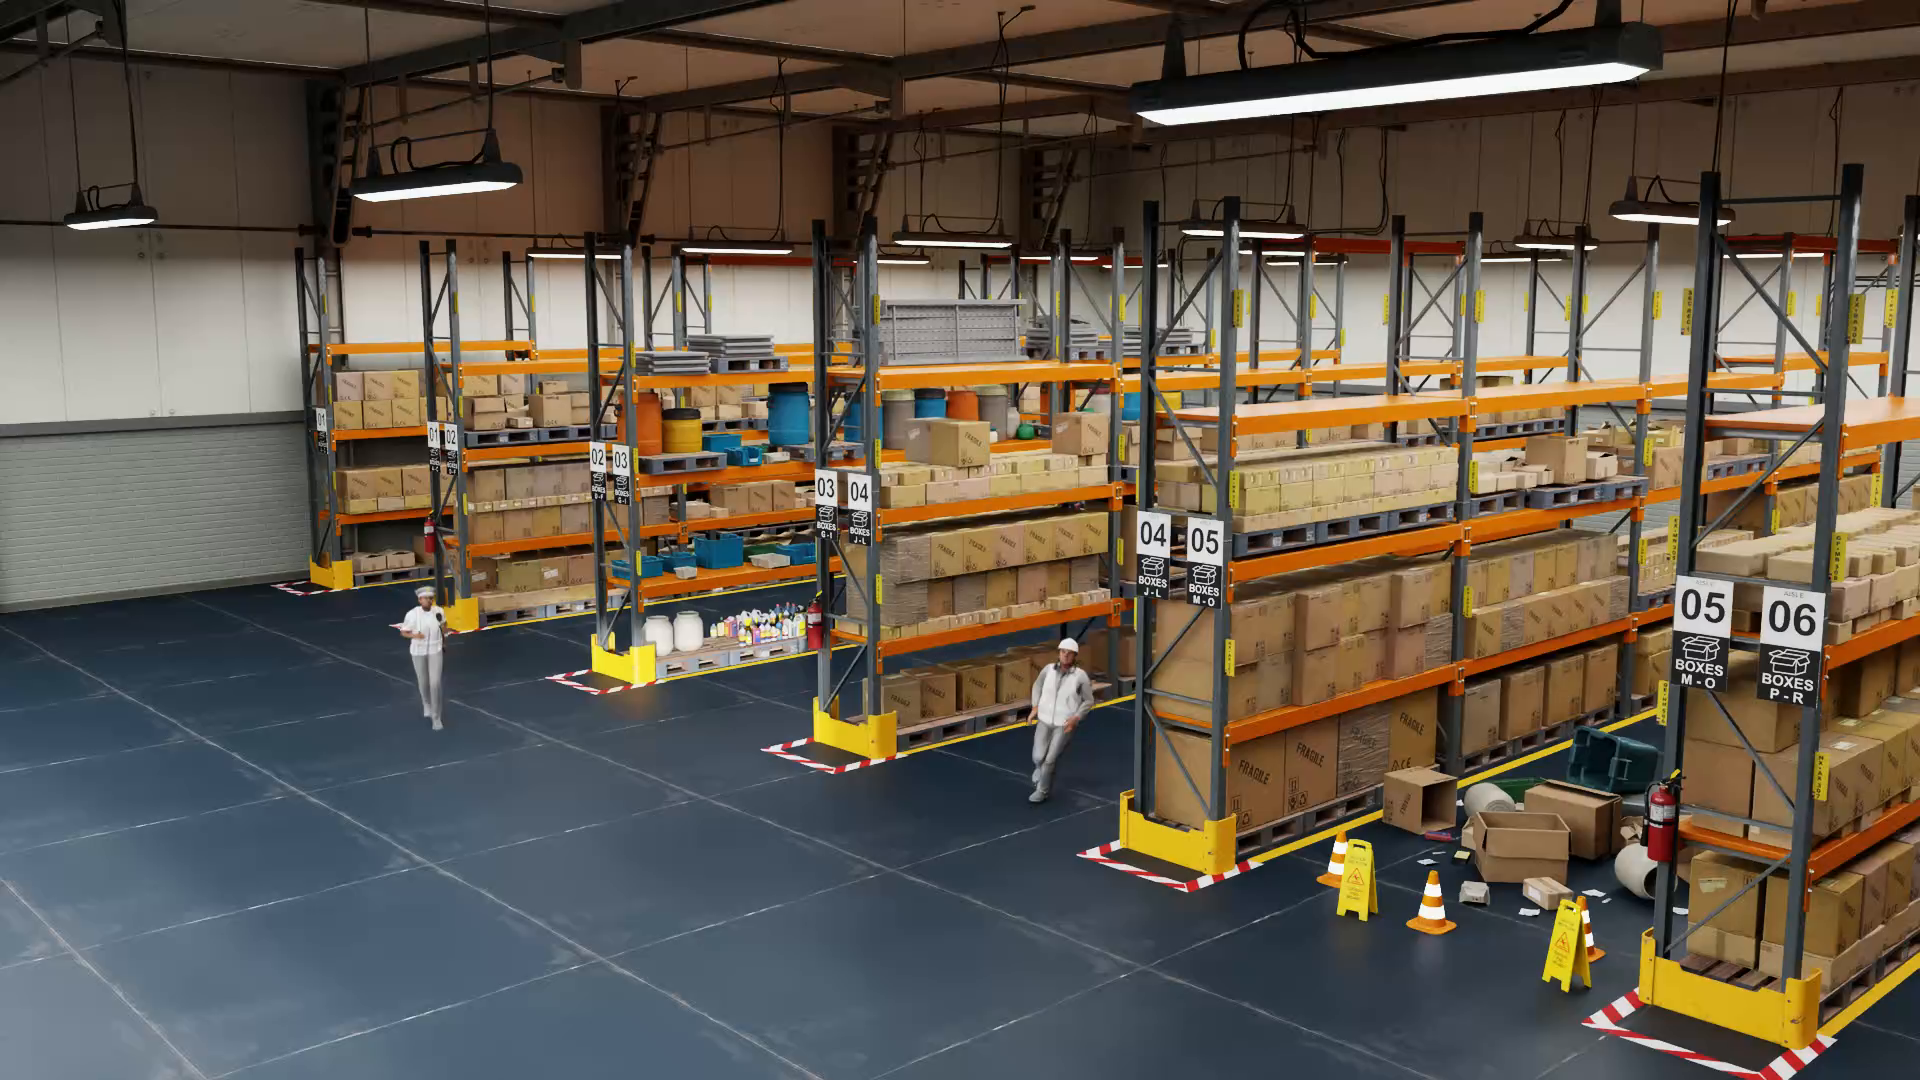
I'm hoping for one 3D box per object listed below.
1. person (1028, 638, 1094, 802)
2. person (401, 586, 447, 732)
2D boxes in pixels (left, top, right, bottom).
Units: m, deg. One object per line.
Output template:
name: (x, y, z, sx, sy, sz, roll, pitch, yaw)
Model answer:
person: (1.023, 1.846, 17.016, 0.683, 1.699, 0.533, 3, 9, 19)
person: (-6.458, 1.401, 20.096, 0.554, 1.747, 0.816, -3, 9, -21)
